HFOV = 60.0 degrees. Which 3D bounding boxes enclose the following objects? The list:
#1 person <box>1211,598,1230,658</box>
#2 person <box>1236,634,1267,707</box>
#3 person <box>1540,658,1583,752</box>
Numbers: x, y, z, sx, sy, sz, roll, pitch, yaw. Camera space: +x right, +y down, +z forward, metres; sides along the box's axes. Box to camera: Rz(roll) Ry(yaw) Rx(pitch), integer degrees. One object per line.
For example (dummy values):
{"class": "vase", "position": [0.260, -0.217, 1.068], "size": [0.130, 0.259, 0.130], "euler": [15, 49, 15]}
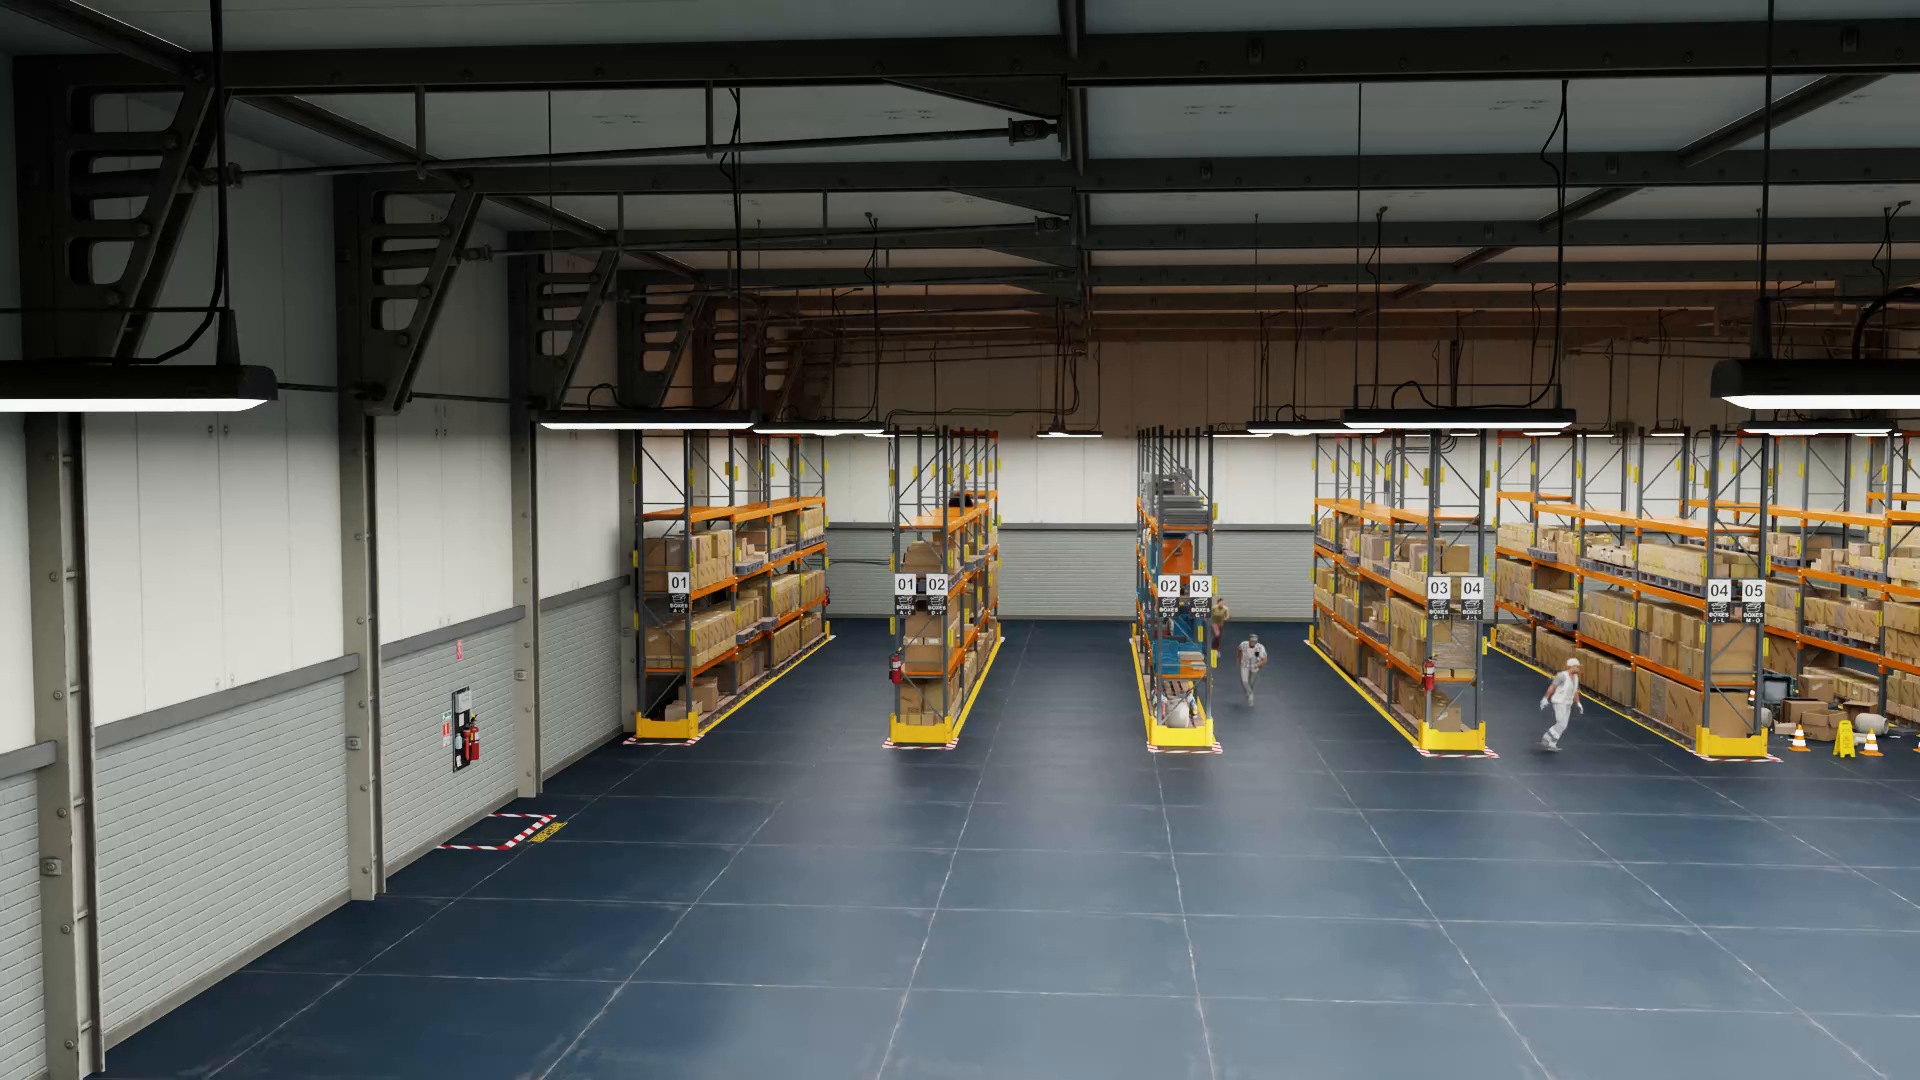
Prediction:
{"class": "person", "position": [6.802, 2.314, 44.085], "size": [0.617, 1.612, 0.945], "euler": [0, 3, -6]}
{"class": "person", "position": [6.275, 2.768, 35.823], "size": [0.658, 1.544, 1.092], "euler": [0, 3, 8]}
{"class": "person", "position": [11.048, 3.022, 30.486], "size": [0.677, 1.737, 0.618], "euler": [-3, 4, -38]}
